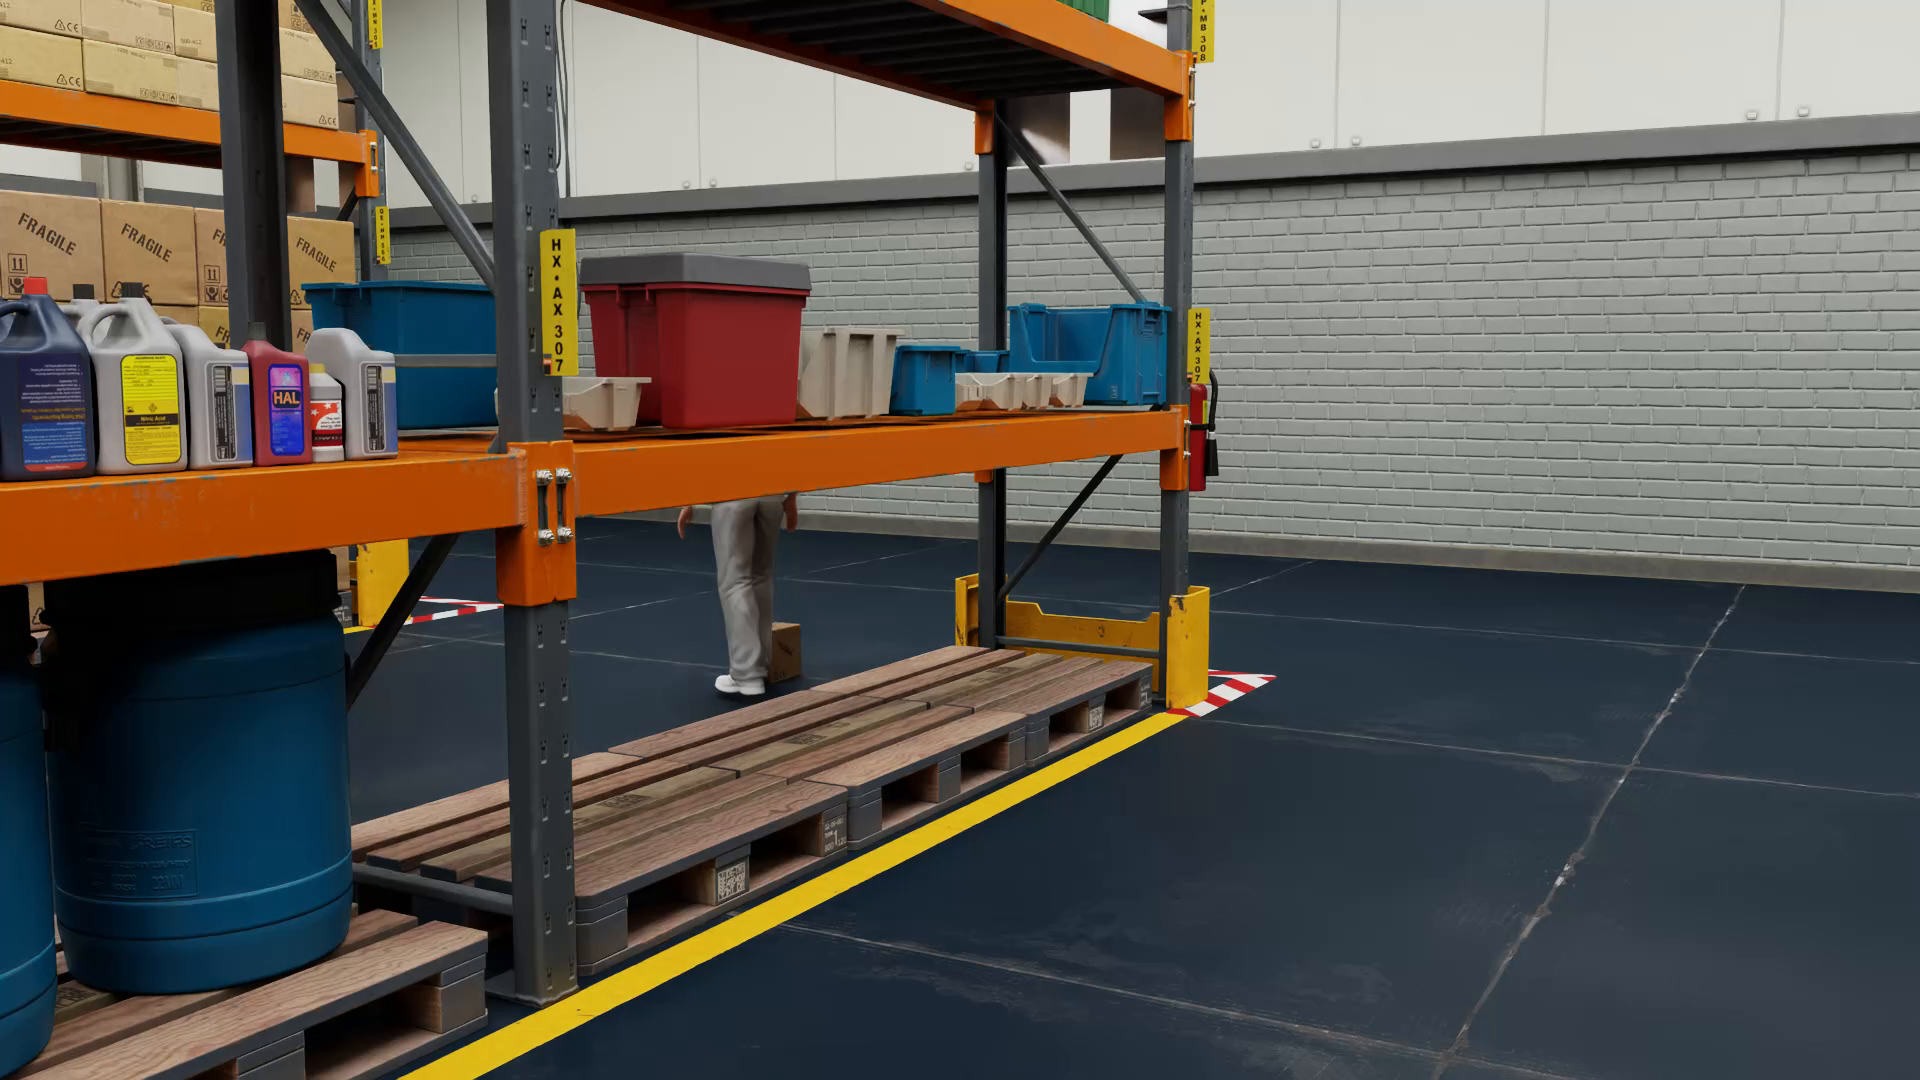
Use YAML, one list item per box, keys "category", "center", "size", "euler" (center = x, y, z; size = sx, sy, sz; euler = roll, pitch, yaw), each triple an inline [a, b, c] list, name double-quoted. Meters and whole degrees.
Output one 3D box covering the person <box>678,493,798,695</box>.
- category: "person"
  center: [-1.014, -0.122, 7.590]
  size: [0.534, 1.720, 0.596]
  euler: [-4, 7, -32]
